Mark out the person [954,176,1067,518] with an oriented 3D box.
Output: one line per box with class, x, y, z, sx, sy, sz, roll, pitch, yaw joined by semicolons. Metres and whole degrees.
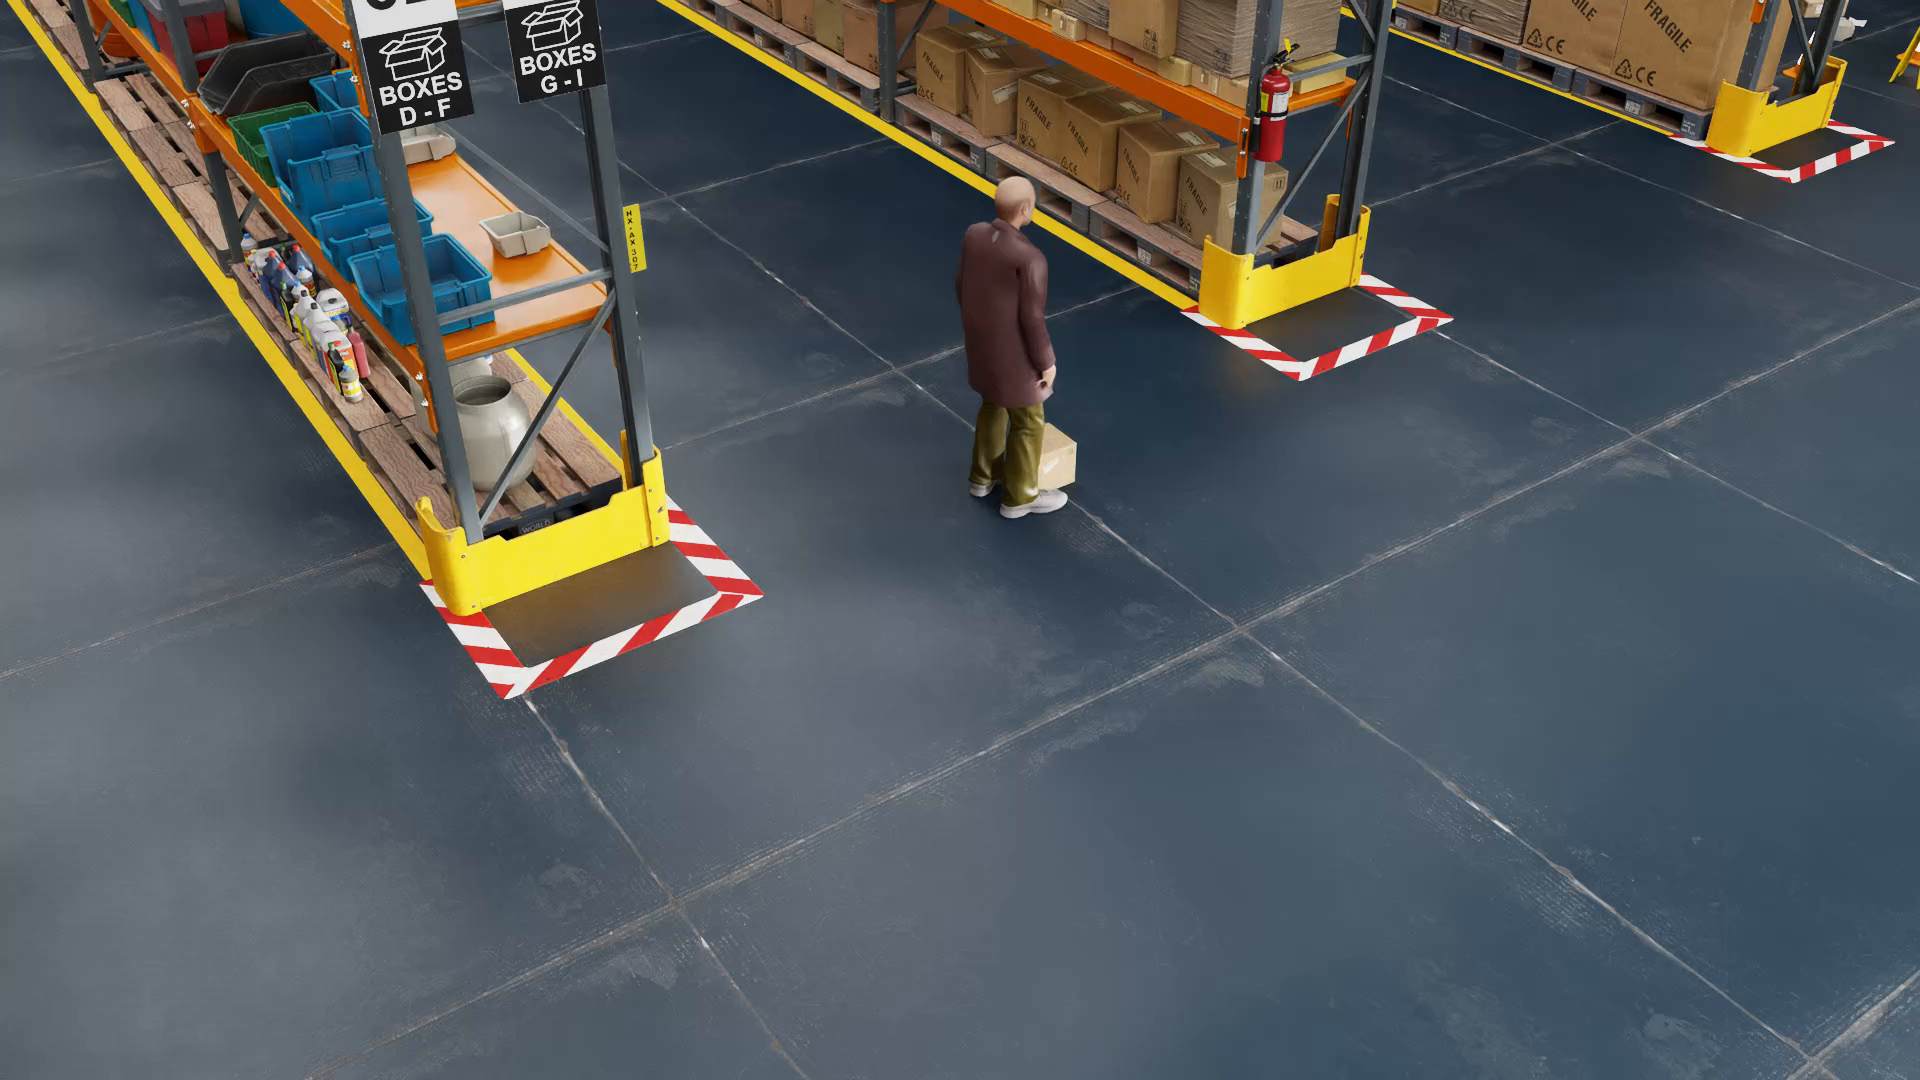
person;0.237;-0.970;8.358;0.429;1.772;0.649;-25;43;-30
